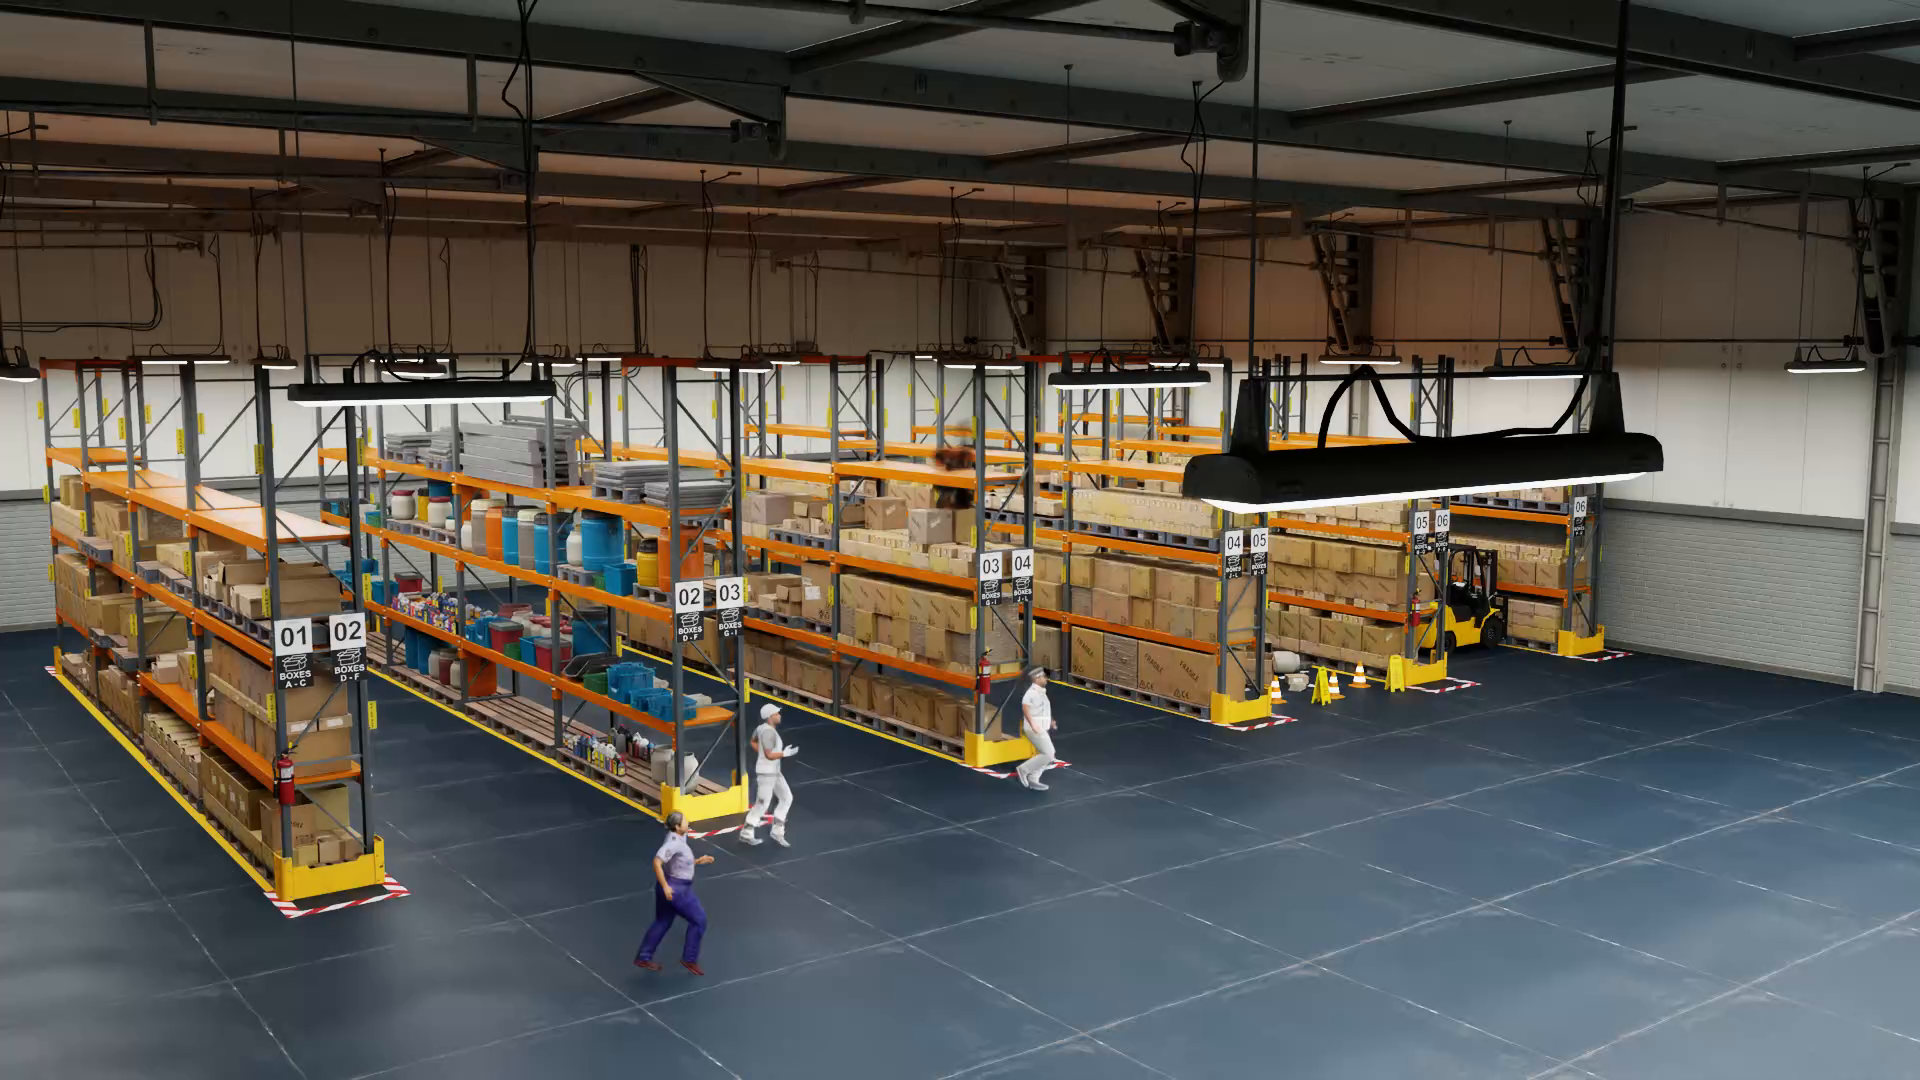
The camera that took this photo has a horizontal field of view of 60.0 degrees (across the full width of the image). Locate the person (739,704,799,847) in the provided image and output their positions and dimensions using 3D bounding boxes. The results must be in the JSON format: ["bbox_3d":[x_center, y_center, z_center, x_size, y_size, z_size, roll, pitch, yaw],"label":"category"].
[{"bbox_3d":[-2.392,2.961,20.844,0.755,1.836,0.653,0,7,-2],"label":"person"}]

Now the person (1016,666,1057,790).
[{"bbox_3d":[1.092,2.651,23.608,0.552,1.721,0.703,1,7,6],"label":"person"}]

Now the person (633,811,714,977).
[{"bbox_3d":[-2.840,3.540,16.578,0.806,1.706,0.570,-3,7,-22],"label":"person"}]
